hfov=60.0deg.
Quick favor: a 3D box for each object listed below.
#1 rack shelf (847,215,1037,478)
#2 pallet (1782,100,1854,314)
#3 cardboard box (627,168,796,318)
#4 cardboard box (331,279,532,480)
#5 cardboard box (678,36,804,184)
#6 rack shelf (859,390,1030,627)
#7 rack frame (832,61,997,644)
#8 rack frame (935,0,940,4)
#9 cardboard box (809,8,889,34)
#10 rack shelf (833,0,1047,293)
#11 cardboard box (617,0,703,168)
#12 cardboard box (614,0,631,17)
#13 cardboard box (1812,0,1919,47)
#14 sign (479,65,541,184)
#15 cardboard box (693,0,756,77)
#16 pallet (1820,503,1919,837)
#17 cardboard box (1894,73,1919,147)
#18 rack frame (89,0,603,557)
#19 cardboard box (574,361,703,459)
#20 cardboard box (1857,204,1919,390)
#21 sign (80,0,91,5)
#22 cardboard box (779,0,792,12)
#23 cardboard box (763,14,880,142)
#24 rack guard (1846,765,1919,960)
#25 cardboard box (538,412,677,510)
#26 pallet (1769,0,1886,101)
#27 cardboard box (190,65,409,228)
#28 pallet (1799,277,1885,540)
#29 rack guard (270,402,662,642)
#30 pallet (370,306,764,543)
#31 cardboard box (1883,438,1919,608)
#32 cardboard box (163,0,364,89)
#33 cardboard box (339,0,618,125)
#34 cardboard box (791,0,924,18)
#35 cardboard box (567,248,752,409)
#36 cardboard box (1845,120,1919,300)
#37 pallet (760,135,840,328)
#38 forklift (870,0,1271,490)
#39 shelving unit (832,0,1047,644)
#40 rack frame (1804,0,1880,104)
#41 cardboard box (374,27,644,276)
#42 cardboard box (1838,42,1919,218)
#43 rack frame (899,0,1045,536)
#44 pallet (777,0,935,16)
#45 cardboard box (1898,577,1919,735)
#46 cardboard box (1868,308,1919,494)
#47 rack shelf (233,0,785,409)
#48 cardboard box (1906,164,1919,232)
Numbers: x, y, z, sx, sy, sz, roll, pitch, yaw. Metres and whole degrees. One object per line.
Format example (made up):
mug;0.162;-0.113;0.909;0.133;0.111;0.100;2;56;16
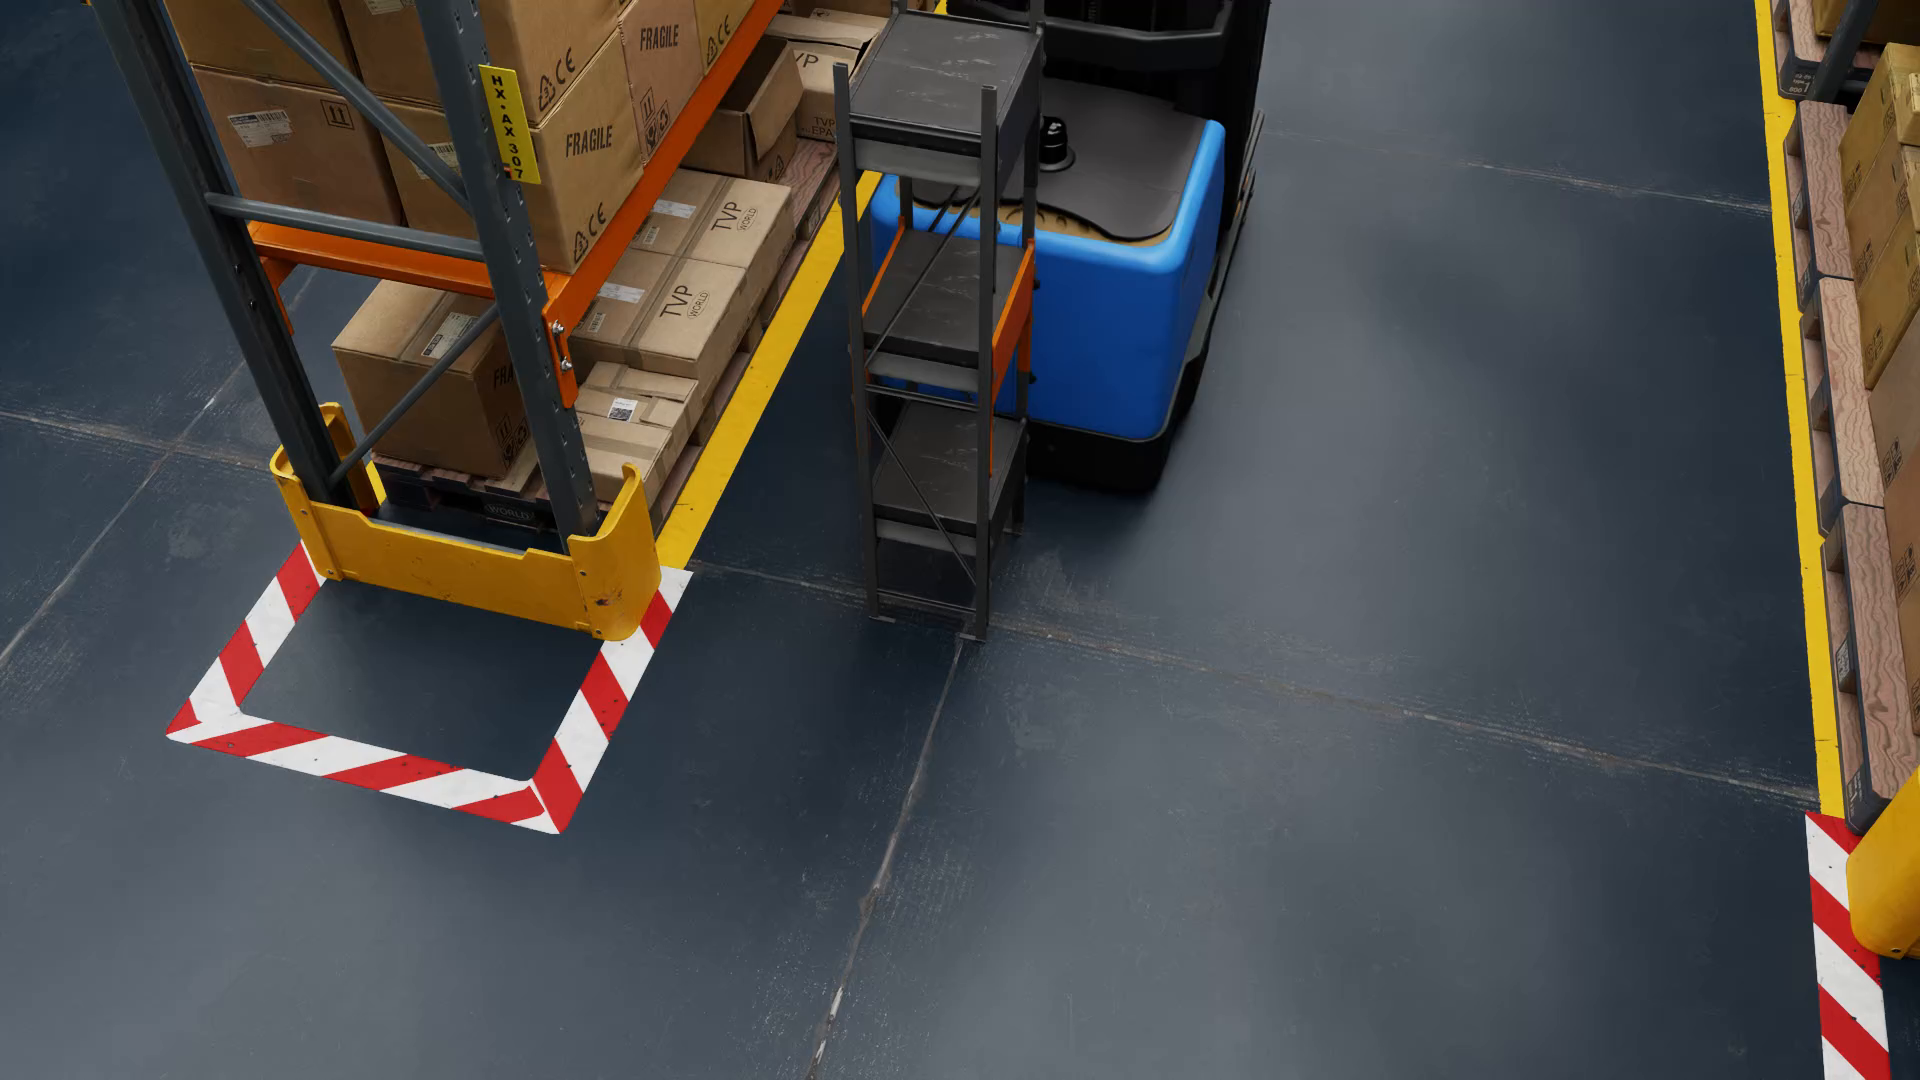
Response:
rack shelf;-0.044;-0.566;4.867;0.431;0.518;0.480;12;50;10
pallet;3.932;-1.294;6.751;1.003;0.211;1.213;12;50;10
cardboard box;-0.945;-1.129;6.286;0.500;0.250;0.500;12;50;10
cardboard box;-1.720;-0.593;5.646;0.500;0.500;0.500;12;50;10
cardboard box;-1.062;-1.685;6.608;0.797;0.503;0.637;12;50;10
rack shelf;-0.044;-0.103;5.392;0.431;0.518;0.480;12;50;10
rack frame;-0.108;-0.399;4.701;0.400;2.100;0.015;12;50;10
rack frame;-0.572;-3.726;7.038;1.000;3.000;0.127;12;50;10
cardboard box;-0.490;-2.177;7.279;0.380;0.149;0.250;12;50;10
rack shelf;-0.044;-1.029;4.342;0.431;0.518;0.480;12;50;10
cardboard box;-1.123;-1.509;5.014;0.500;0.500;0.500;11;50;10
cardboard box;-1.124;-1.845;4.644;0.500;0.500;0.500;12;50;10
cardboard box;4.253;-2.674;7.263;0.750;0.750;0.750;12;50;10
sign;-1.102;-1.012;4.065;0.100;0.325;0.005;12;50;10
cardboard box;-0.988;-1.871;5.334;0.500;0.500;0.500;11;50;10
pallet;3.290;0.471;5.193;1.003;0.211;1.213;12;50;10
cardboard box;3.646;-1.545;6.067;0.380;0.149;0.250;13;50;11
rack frame;-1.625;-0.832;4.484;1.000;3.000;0.127;12;50;10
cardboard box;-1.118;-0.456;5.748;0.380;0.166;0.250;12;50;10
cardboard box;3.639;-0.808;5.850;0.700;0.500;0.500;13;50;11
sign;-2.155;-1.444;4.041;0.100;0.325;0.005;12;50;10
cardboard box;-0.892;-2.721;7.650;0.500;0.311;0.500;12;50;10
cardboard box;-0.646;-1.971;6.989;0.500;0.311;0.500;12;50;10
rack guard;3.148;0.987;4.546;1.175;0.500;0.348;12;50;10
cardboard box;-1.183;-0.270;5.595;0.380;0.149;0.250;12;50;10
pallet;4.338;-2.401;7.728;1.003;0.211;1.213;12;50;10
cardboard box;-1.770;-1.243;4.780;0.500;0.500;0.500;13;50;11
pallet;3.613;-0.408;5.970;1.003;0.211;1.213;12;50;10
rack guard;-1.605;-0.060;5.470;1.175;0.500;0.348;12;50;10
pallet;-1.396;-0.541;6.087;1.003;0.211;1.213;12;50;10
cardboard box;3.374;-0.057;5.187;0.700;0.500;0.500;11;50;10
cardboard box;-1.773;-1.573;4.404;0.500;0.500;0.500;11;50;10
cardboard box;-1.254;-1.465;4.309;0.500;0.500;0.500;13;50;11
cardboard box;-0.449;-2.576;7.397;0.500;0.500;0.500;12;50;10
cardboard box;-1.077;-0.767;5.967;0.500;0.250;0.500;12;50;10
cardboard box;3.776;-1.179;6.177;0.700;0.500;0.500;11;50;10
pallet;-1.073;-1.421;6.864;1.003;0.211;1.213;12;50;10
forklift;0.601;-2.277;5.804;1.130;2.935;3.031;12;50;11
shelving unit;-0.044;-0.575;4.857;0.431;2.100;0.503;12;50;10
rack frame;4.208;-2.751;6.177;1.000;3.000;0.127;12;50;10
cardboard box;-1.254;-1.134;4.684;0.500;0.500;0.500;13;50;11
cardboard box;3.912;-1.542;6.497;0.700;0.500;0.500;12;50;11
rack frame;0.021;-0.752;5.013;0.400;2.100;0.015;12;50;10
pallet;-0.754;-2.306;7.645;1.003;0.211;1.213;12;50;10
cardboard box;3.243;0.305;4.868;0.700;0.500;0.500;12;50;10
cardboard box;3.506;-0.421;5.508;0.700;0.500;0.500;10;49;9
rack shelf;-1.099;-2.041;6.031;1.077;0.370;4.000;12;50;10
cardboard box;3.508;-1.167;5.734;0.380;0.149;0.250;10;49;9
